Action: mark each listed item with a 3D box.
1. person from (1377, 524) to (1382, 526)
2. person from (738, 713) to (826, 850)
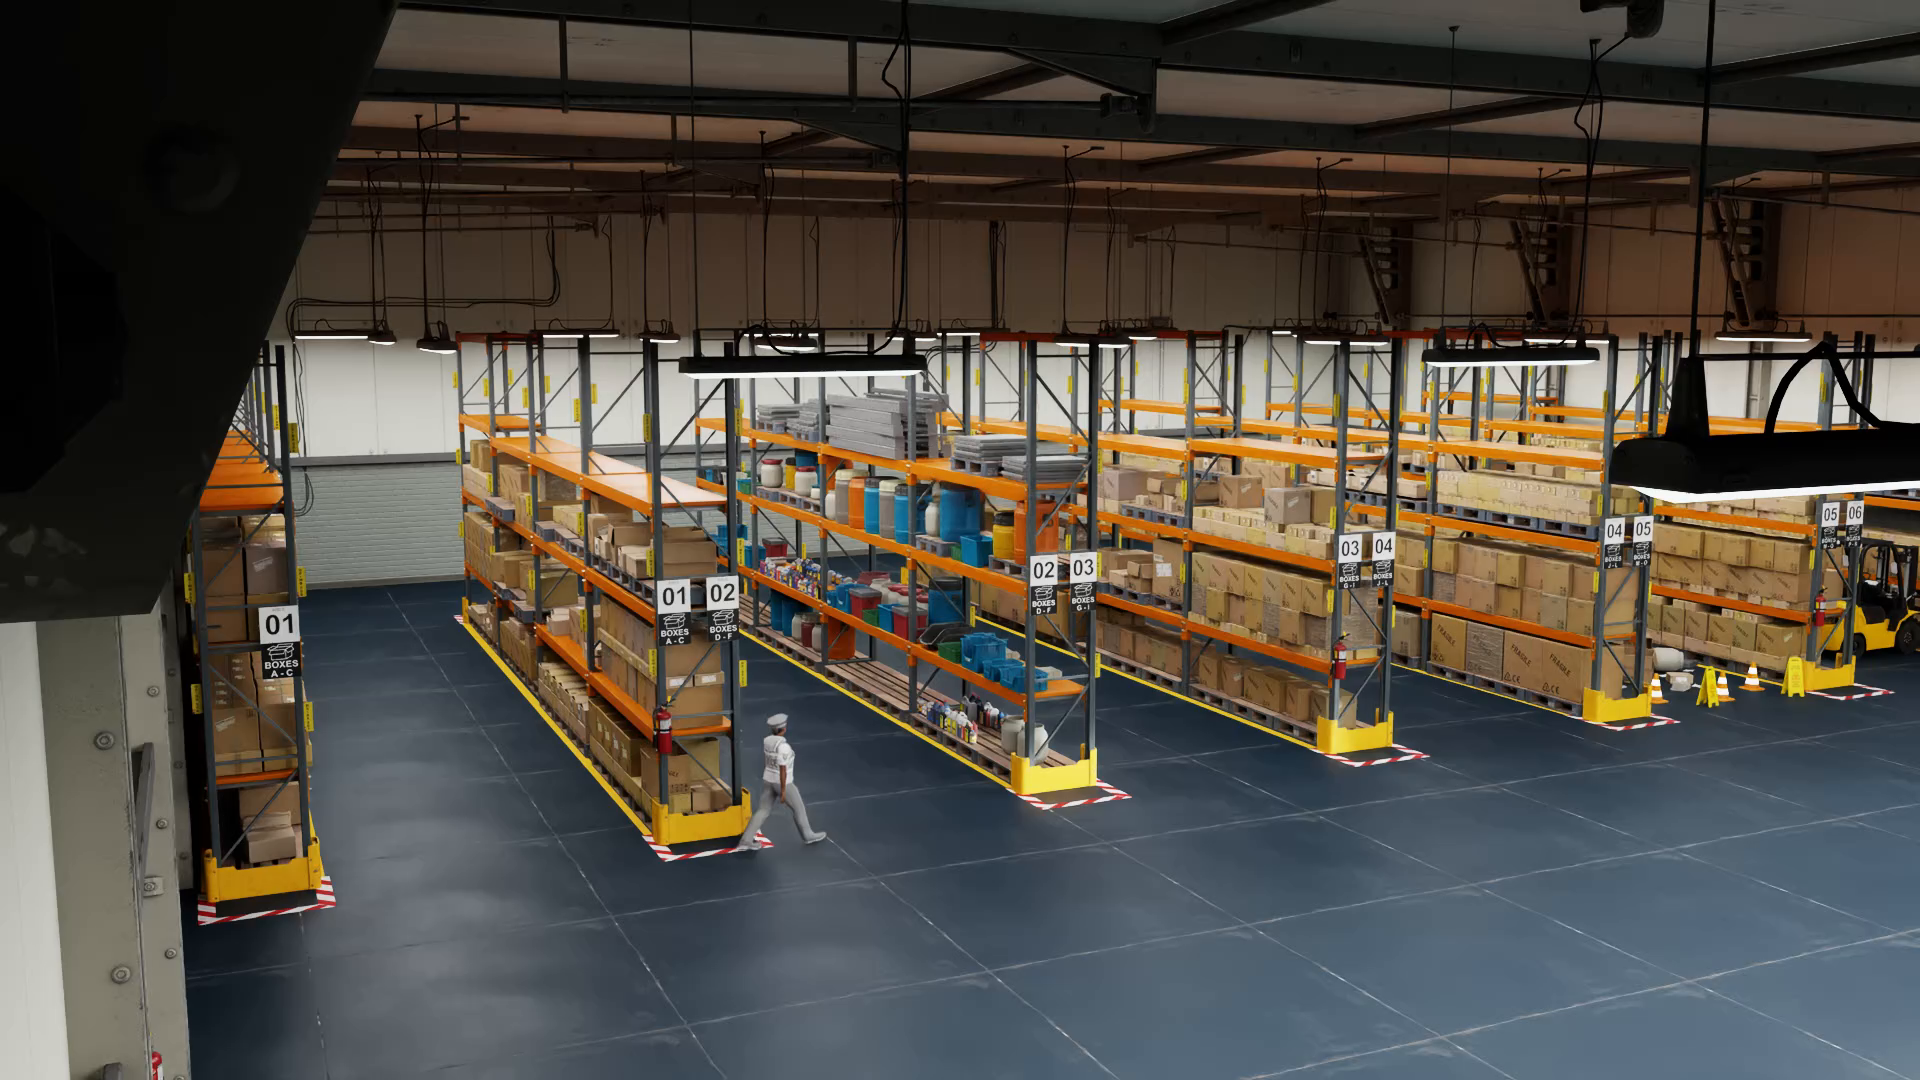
[{"bbox_3d":[9.321,0.515,36.838,0.481,1.724,0.587,4,9,27],"label":"person"},{"bbox_3d":[-2.137,2.868,19.785,0.517,1.614,1.065,8,11,44],"label":"person"}]
